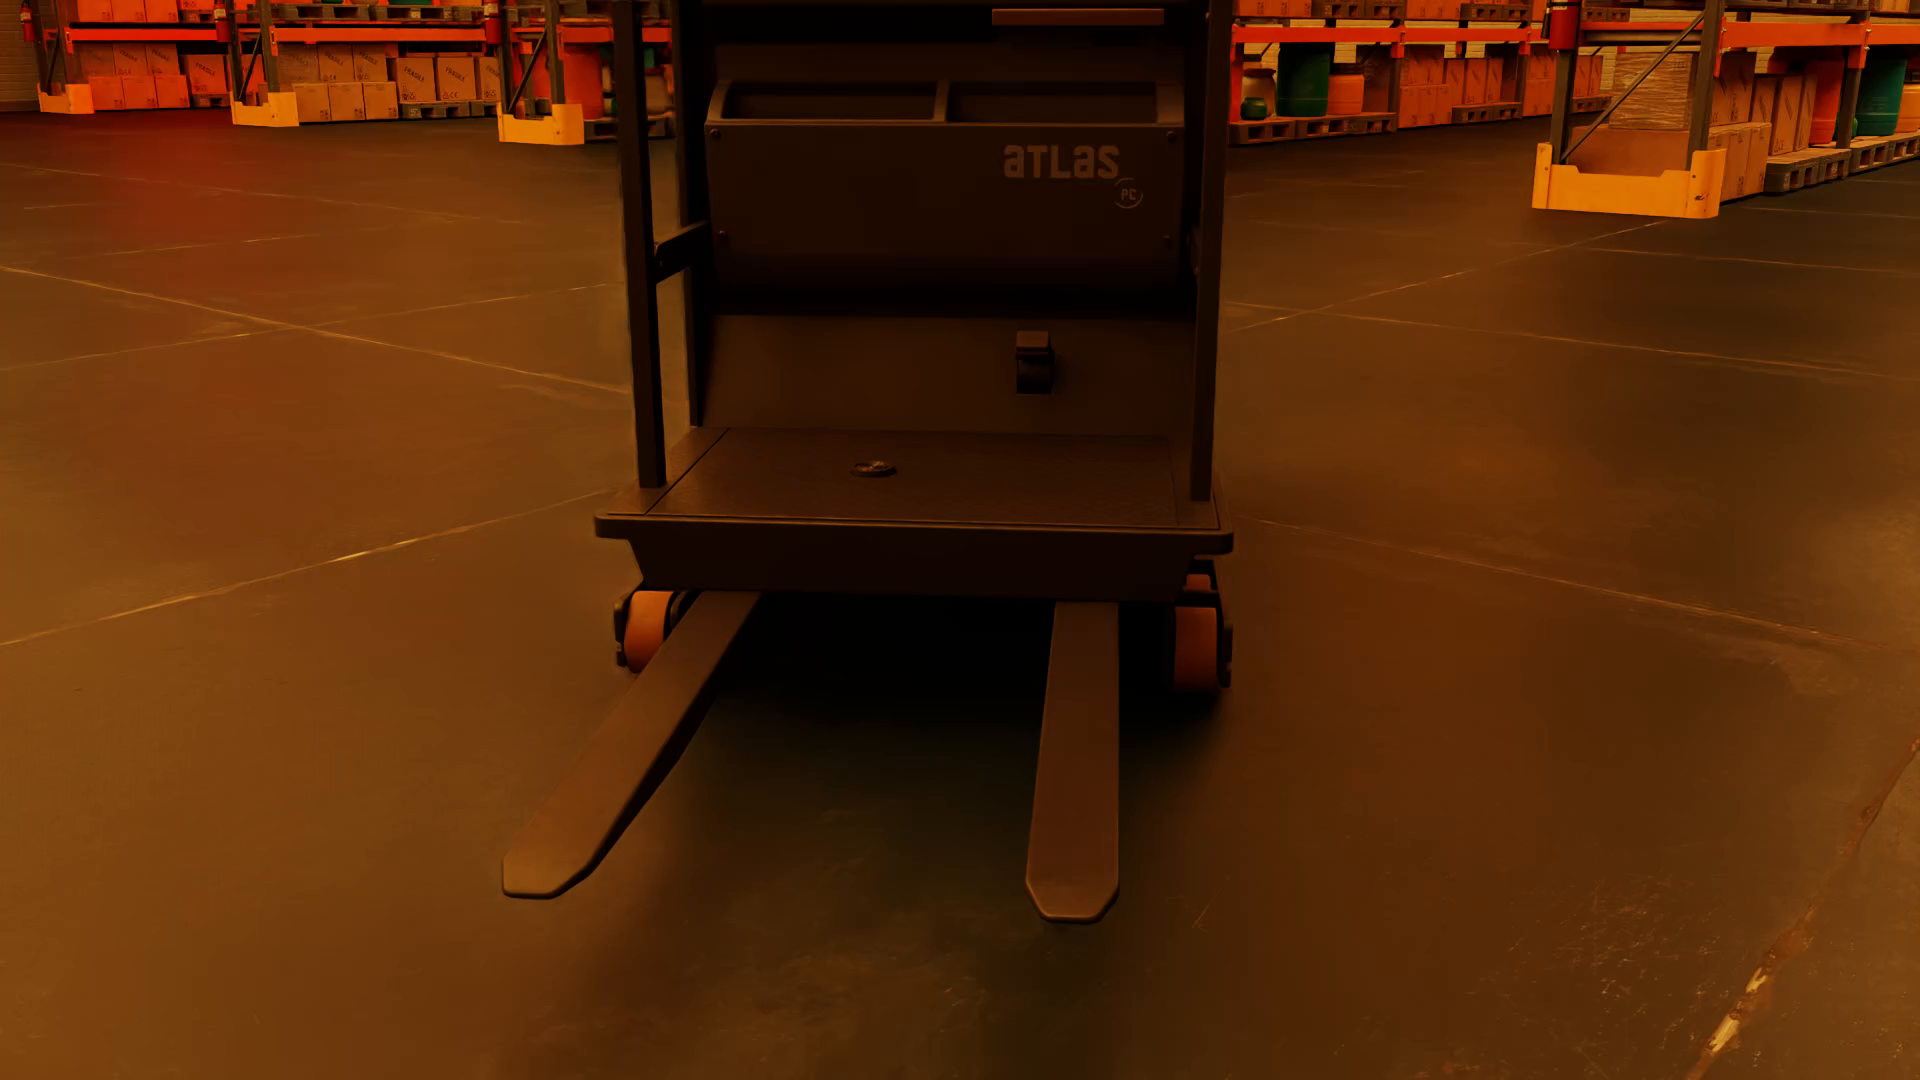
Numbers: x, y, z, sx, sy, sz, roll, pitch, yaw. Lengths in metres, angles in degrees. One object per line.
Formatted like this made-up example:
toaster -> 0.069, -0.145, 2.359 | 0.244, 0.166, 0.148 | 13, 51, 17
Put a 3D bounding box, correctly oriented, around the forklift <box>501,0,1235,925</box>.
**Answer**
forklift -> -0.045, -1.222, 2.922 | 1.130, 2.935, 3.031 | 2, 17, 5
